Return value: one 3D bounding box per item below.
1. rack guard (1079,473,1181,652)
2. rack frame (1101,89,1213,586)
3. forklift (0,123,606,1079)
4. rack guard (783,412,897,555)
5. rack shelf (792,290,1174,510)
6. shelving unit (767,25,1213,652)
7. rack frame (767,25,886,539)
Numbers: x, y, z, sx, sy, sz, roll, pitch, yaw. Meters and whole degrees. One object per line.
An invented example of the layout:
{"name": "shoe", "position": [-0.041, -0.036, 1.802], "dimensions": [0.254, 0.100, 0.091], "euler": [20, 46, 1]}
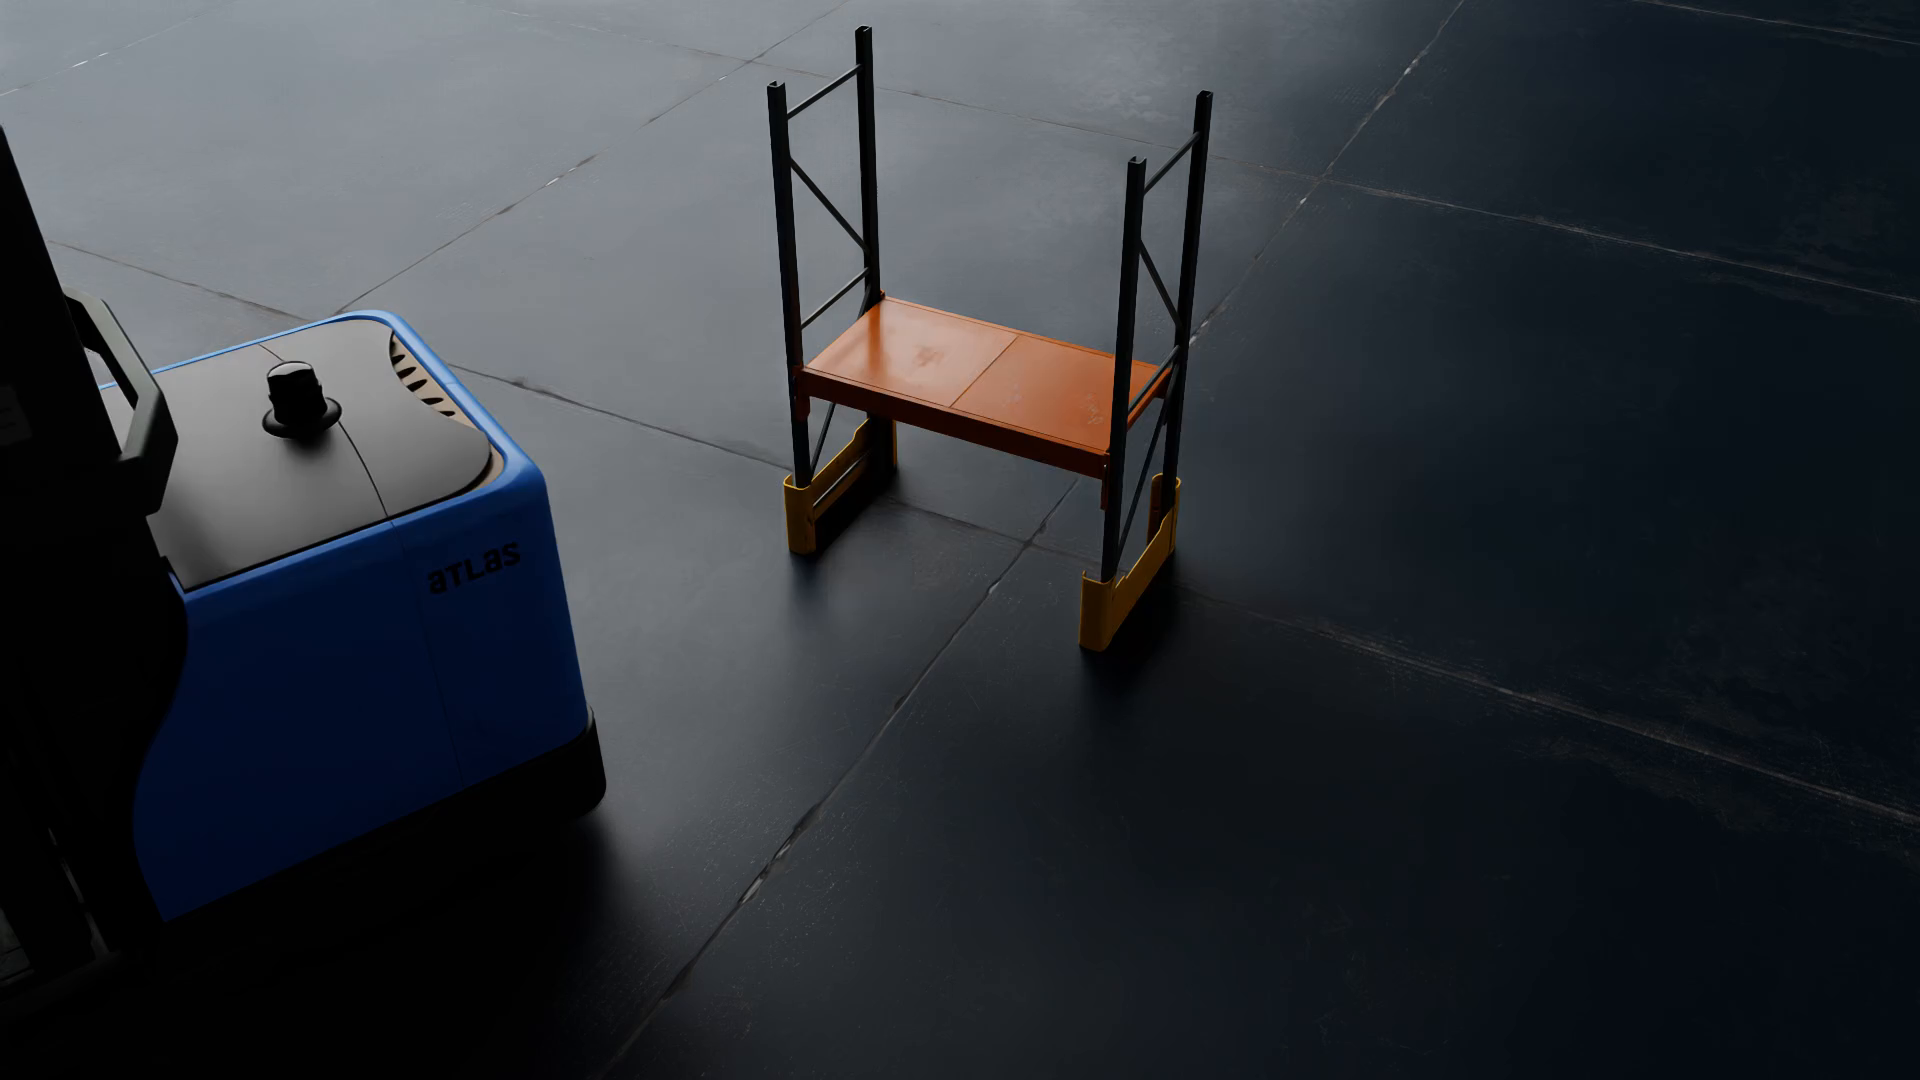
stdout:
{"name": "rack guard", "position": [0.510, 0.060, 4.964], "dimensions": [0.087, 0.250, 0.587], "euler": [17, 41, 21]}
{"name": "rack frame", "position": [0.527, -0.432, 4.579], "dimensions": [0.032, 1.500, 0.500], "euler": [17, 41, 21]}
{"name": "forklift", "position": [-2.405, -0.173, 3.054], "dimensions": [3.031, 2.935, 1.130], "euler": [-23, 43, -28]}
{"name": "rack guard", "position": [-0.375, -0.217, 5.329], "dimensions": [0.087, 0.250, 0.587], "euler": [17, 41, 21]}
{"name": "rack shelf", "position": [0.076, -0.430, 4.874], "dimensions": [1.000, 0.185, 0.538], "euler": [17, 41, 21]}
{"name": "shelving unit", "position": [0.068, -0.576, 4.769], "dimensions": [1.083, 1.500, 0.587], "euler": [17, 41, 21]}
{"name": "rack frame", "position": [-0.376, -0.715, 4.951], "dimensions": [0.032, 1.500, 0.500], "euler": [17, 41, 21]}
